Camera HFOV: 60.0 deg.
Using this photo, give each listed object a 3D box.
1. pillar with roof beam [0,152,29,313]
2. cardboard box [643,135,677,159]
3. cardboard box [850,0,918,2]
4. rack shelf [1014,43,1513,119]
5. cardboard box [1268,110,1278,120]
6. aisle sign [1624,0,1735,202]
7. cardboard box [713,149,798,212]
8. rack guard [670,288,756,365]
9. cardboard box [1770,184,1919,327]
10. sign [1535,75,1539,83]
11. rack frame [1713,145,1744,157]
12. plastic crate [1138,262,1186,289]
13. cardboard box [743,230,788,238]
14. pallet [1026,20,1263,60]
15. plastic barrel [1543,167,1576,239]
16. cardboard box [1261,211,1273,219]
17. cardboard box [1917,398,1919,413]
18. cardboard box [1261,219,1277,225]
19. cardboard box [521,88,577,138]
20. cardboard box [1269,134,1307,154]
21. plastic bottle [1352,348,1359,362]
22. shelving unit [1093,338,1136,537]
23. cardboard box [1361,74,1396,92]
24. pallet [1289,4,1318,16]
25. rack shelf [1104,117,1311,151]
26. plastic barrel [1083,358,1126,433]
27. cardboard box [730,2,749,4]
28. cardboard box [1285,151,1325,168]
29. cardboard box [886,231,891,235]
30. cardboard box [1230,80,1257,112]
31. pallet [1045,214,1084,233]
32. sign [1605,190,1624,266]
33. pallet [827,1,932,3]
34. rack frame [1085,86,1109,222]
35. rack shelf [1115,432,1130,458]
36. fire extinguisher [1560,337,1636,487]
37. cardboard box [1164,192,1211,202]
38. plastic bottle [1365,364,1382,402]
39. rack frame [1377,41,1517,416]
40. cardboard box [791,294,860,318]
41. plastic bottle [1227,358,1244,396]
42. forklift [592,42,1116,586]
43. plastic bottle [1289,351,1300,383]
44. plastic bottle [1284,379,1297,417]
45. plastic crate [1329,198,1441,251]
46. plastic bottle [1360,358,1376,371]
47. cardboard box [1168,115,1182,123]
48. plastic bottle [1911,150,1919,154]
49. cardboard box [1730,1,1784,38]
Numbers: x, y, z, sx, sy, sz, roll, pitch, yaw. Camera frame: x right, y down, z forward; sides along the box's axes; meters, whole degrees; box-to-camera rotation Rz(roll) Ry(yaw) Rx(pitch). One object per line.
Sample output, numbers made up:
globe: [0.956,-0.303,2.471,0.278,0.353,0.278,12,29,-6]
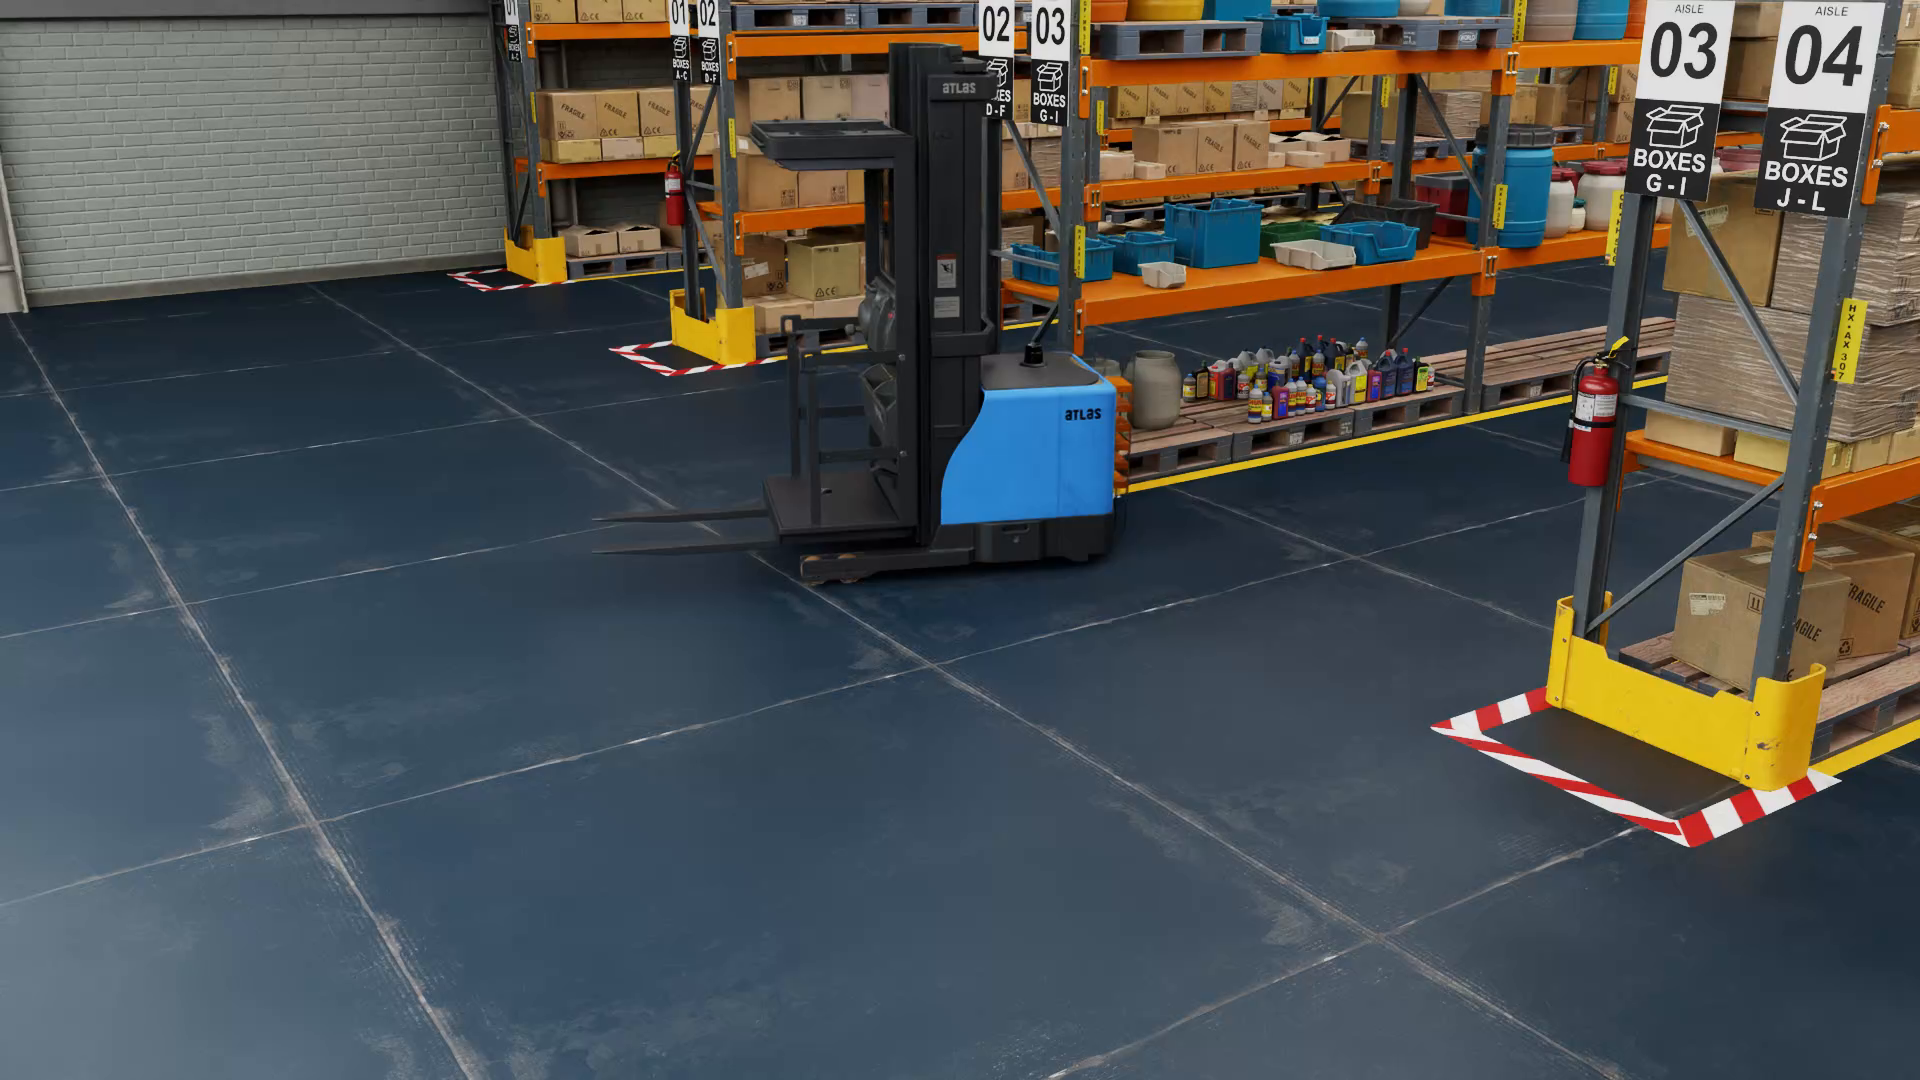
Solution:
pillar with roof beam: [-7.525,-5.479,12.400,0.400,9.000,9.100,-12,22,-31]
cardboard box: [-3.554,-4.613,19.410,0.500,0.250,0.500,-12,22,-32]
cardboard box: [-0.726,-5.119,14.989,0.500,0.500,0.500,-12,22,-31]
rack shelf: [2.129,-3.273,11.682,4.000,0.370,1.077,-12,22,-31]
cardboard box: [4.466,-6.275,24.483,0.250,0.149,0.380,-11,22,-30]
aisle sign: [2.966,-1.817,6.875,0.004,0.787,0.394,-12,22,-31]
cardboard box: [-1.866,-3.292,15.143,0.500,0.500,0.700,-12,22,-31]
rack guard: [-2.283,-1.978,15.314,0.348,0.500,1.175,-12,22,-31]
cardboard box: [3.792,-1.202,6.934,0.500,0.500,0.500,-12,22,-31]
sign: [7.454,-5.834,21.465,0.005,0.325,0.100,-12,22,-31]
rack frame: [11.100,-5.984,23.262,0.127,3.000,1.000,-12,22,-31]
plastic crate: [1.383,-1.787,11.259,0.250,0.136,0.298,-12,22,-31]
cardboard box: [-2.494,-4.026,20.685,0.500,0.500,0.500,-14,23,-35]
pallet: [1.203,-3.292,10.909,1.213,0.211,1.003,-12,22,-31]
plastic barrel: [4.719,-2.719,13.393,0.433,0.535,0.433,0,19,0]
cardboard box: [3.386,-3.629,19.057,0.500,0.311,0.500,-13,22,-33]
cardboard box: [4.008,-0.914,7.643,0.500,0.500,0.875,-12,22,-31]
cardboard box: [3.263,-3.398,18.373,0.500,0.311,0.500,-12,22,-32]
cardboard box: [-4.714,-4.924,19.158,0.500,0.500,0.500,-12,22,-32]
cardboard box: [3.565,-4.427,18.796,0.500,0.311,0.500,-12,22,-32]
plastic bottle: [3.207,-1.471,13.595,0.097,0.201,0.097,0,19,0]
shelving unit: [0.922,-0.622,10.205,0.189,1.200,0.258,-2,19,-11]
cardboard box: [6.106,-6.965,25.693,0.700,0.700,0.980,-13,22,-33]
pallet: [3.901,-5.763,18.220,1.003,0.211,1.213,-11,21,-29]
rack shelf: [3.361,-5.911,24.169,4.000,0.370,1.077,-12,22,-31]
plastic barrel: [0.966,-0.997,11.740,0.421,0.512,0.421,0,19,0]
cardboard box: [-2.807,-6.324,19.397,0.500,0.500,0.500,-13,23,-33]
cardboard box: [3.819,-4.224,18.447,0.250,0.149,0.380,-12,22,-31]
cardboard box: [-0.438,-2.716,16.062,0.500,0.500,0.500,-12,22,-31]
cardboard box: [3.940,-6.474,24.060,0.500,0.500,0.500,-12,22,-31]
pallet: [1.038,-4.441,23.052,1.213,0.211,1.003,-12,22,-31]
sign: [2.894,-1.366,7.300,0.005,0.325,0.100,-12,22,-31]
pallet: [-1.075,-6.607,20.715,1.003,0.211,1.213,-12,22,-31]
rack frame: [1.691,-5.900,23.012,0.127,3.000,1.000,-12,22,-31]
rack shelf: [0.921,-0.580,10.219,0.180,0.103,0.258,-2,19,-11]
fire extinguisher: [2.833,-0.582,7.404,0.183,0.674,0.296,-12,22,-31]
cardboard box: [3.112,-5.327,24.019,0.750,0.750,0.750,-12,22,-32]
plastic bottle: [3.146,-1.203,12.672,0.133,0.283,0.061,-10,21,-28]
rack frame: [3.799,-2.545,13.089,0.127,3.000,1.000,-12,22,-31]
cardboard box: [-1.277,-2.186,15.666,0.500,0.250,0.500,-12,22,-31]
plastic bottle: [2.093,-1.261,12.857,0.135,0.276,0.152,-13,22,-33]
forklift: [-0.656,-1.312,9.550,3.031,2.935,1.130,-4,19,-11]
plastic bottle: [2.637,-1.361,13.159,0.097,0.271,0.097,0,19,0]
plastic bottle: [2.430,-1.053,12.248,0.097,0.271,0.097,0,19,0]
plastic crate: [3.292,-2.457,12.927,0.504,0.338,0.767,-12,22,-31]
plastic bottle: [3.157,-1.274,12.896,0.135,0.276,0.152,-12,22,-31]
cardboard box: [2.931,-5.978,23.604,0.250,0.149,0.380,-11,22,-30]
plastic bottle: [9.974,-3.948,17.317,0.185,0.351,0.144,-12,22,-31]
cardboard box: [3.243,-2.187,6.958,0.250,0.149,0.380,-12,22,-31]
